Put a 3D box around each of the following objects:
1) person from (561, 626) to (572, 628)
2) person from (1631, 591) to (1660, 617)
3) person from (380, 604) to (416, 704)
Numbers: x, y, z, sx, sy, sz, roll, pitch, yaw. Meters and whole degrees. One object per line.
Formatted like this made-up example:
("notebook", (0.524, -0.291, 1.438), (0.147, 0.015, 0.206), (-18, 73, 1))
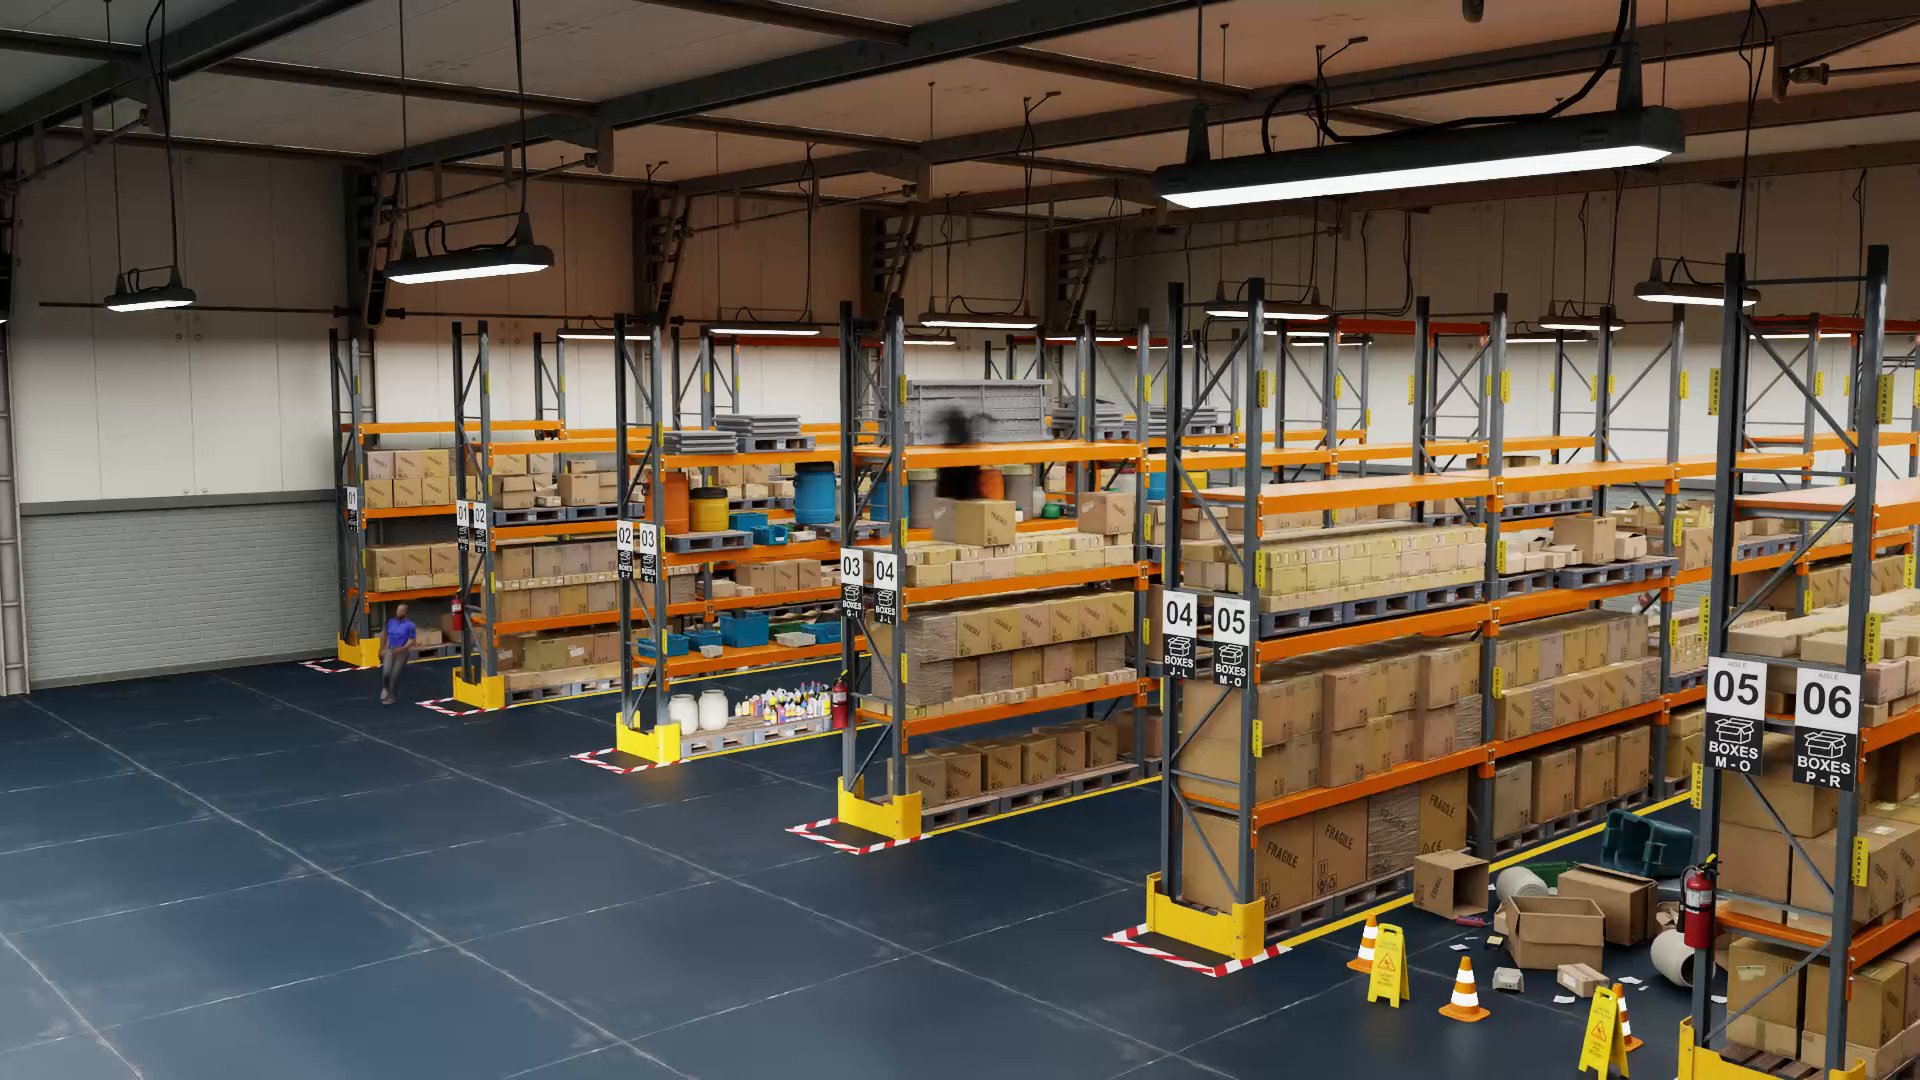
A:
("person", (-6.817, 1.413, 29.115), (0.718, 1.746, 0.833), (5, 8, 43))
("person", (11.454, 1.643, 27.773), (0.564, 1.607, 0.595), (5, 8, 43))
("person", (-8.821, 1.799, 26.031), (0.595, 1.585, 0.561), (0, 6, -1))
